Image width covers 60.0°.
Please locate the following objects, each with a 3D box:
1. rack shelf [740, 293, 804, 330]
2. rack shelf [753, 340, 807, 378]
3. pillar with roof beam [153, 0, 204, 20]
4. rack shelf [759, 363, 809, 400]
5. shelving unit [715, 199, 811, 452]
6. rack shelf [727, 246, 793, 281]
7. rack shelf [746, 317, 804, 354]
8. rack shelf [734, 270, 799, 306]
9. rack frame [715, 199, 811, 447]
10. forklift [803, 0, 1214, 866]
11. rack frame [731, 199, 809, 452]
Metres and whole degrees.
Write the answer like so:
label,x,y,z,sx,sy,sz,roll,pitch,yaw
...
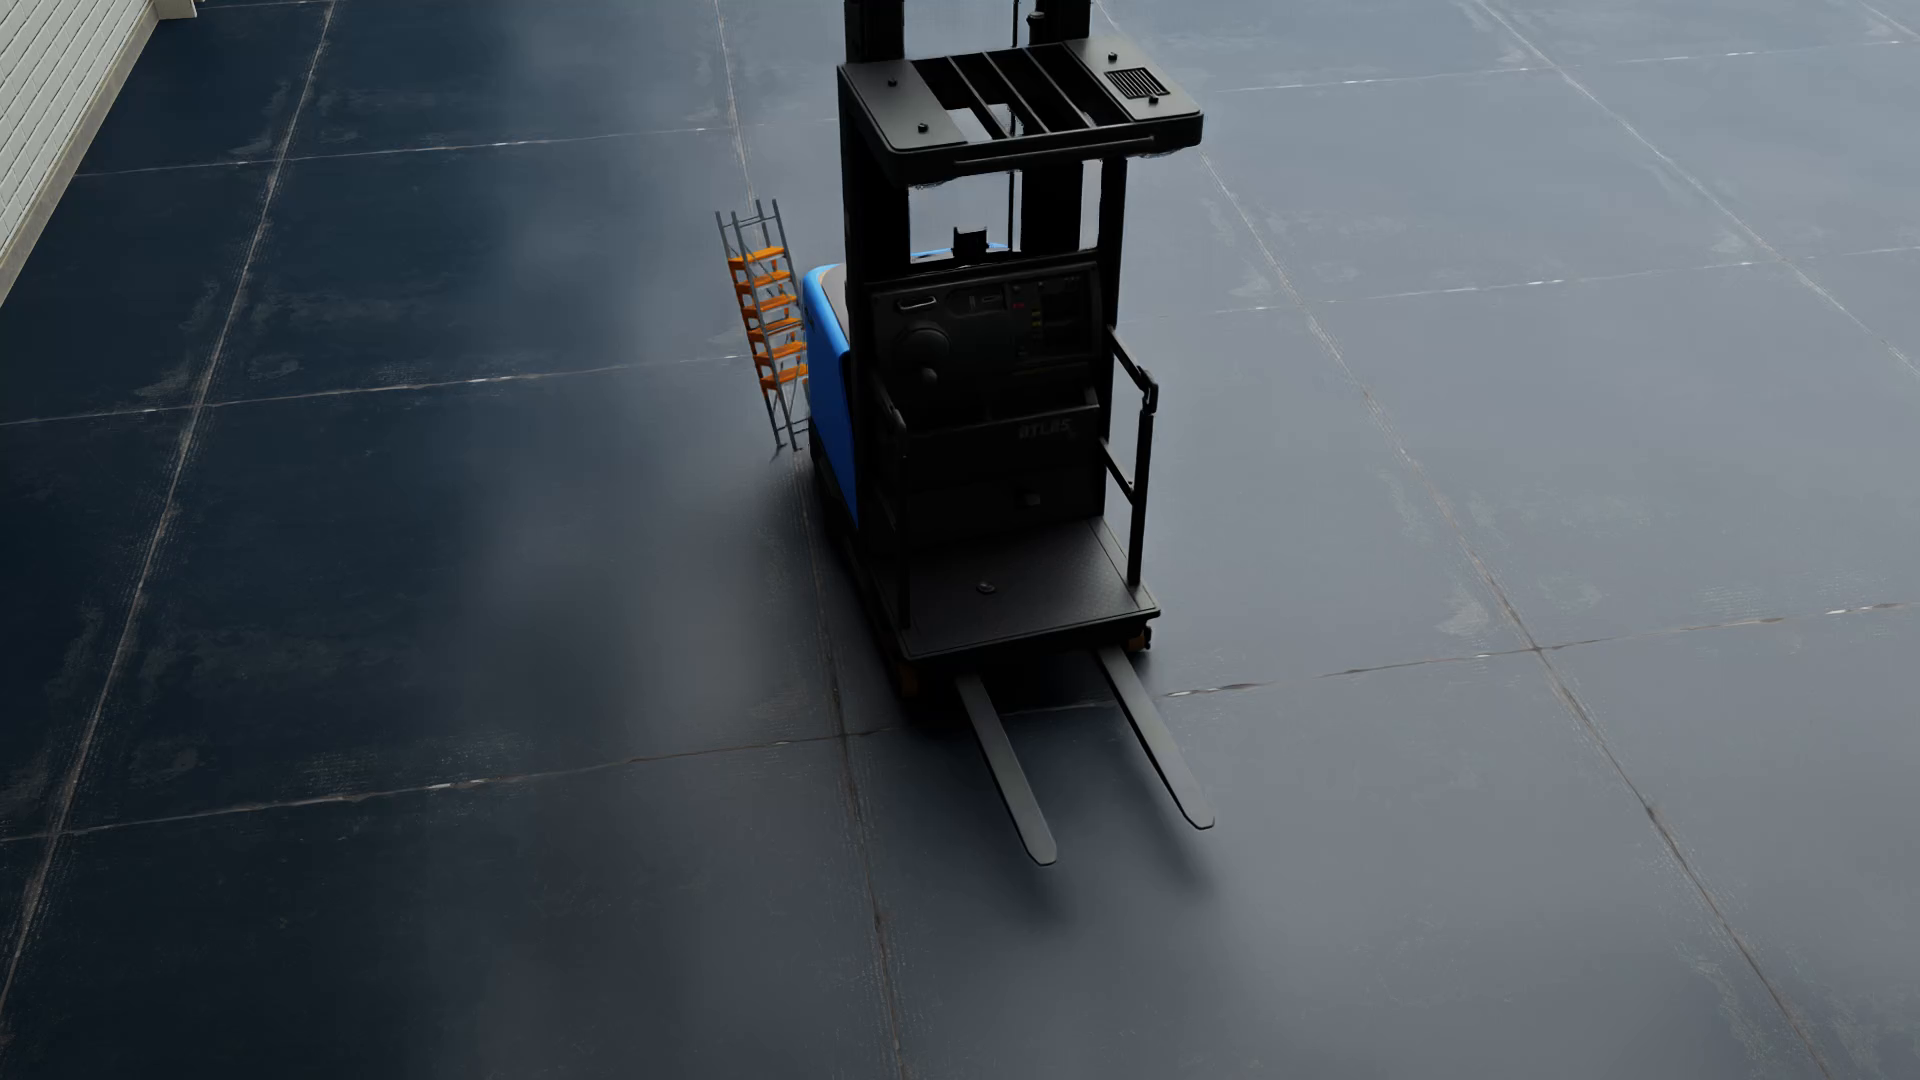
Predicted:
label,x,y,z,sx,sy,sz,roll,pitch,yaw
rack shelf,-0.913,-1.115,8.104,0.258,0.103,0.180,-23,21,-27
rack shelf,-0.861,-0.893,8.182,0.258,0.103,0.180,-23,21,-27
pillar with roof beam,-1.931,-8.212,10.985,9.100,9.000,0.400,-6,38,-8
rack shelf,-0.835,-0.783,8.220,0.258,0.103,0.180,-23,21,-27
shelving unit,-0.896,-1.045,8.128,0.258,1.200,0.189,-23,21,-27
rack shelf,-0.964,-1.336,8.026,0.258,0.103,0.180,-23,21,-27
rack shelf,-0.887,-1.004,8.143,0.258,0.103,0.180,-23,21,-27
rack shelf,-0.938,-1.225,8.065,0.258,0.103,0.180,-23,21,-27
rack frame,-0.945,-1.060,8.205,0.240,1.200,0.006,-23,21,-27
forklift,0.173,-0.774,6.357,1.130,2.935,3.031,-10,39,-13
rack frame,-0.848,-1.030,8.052,0.240,1.200,0.006,-23,21,-27
